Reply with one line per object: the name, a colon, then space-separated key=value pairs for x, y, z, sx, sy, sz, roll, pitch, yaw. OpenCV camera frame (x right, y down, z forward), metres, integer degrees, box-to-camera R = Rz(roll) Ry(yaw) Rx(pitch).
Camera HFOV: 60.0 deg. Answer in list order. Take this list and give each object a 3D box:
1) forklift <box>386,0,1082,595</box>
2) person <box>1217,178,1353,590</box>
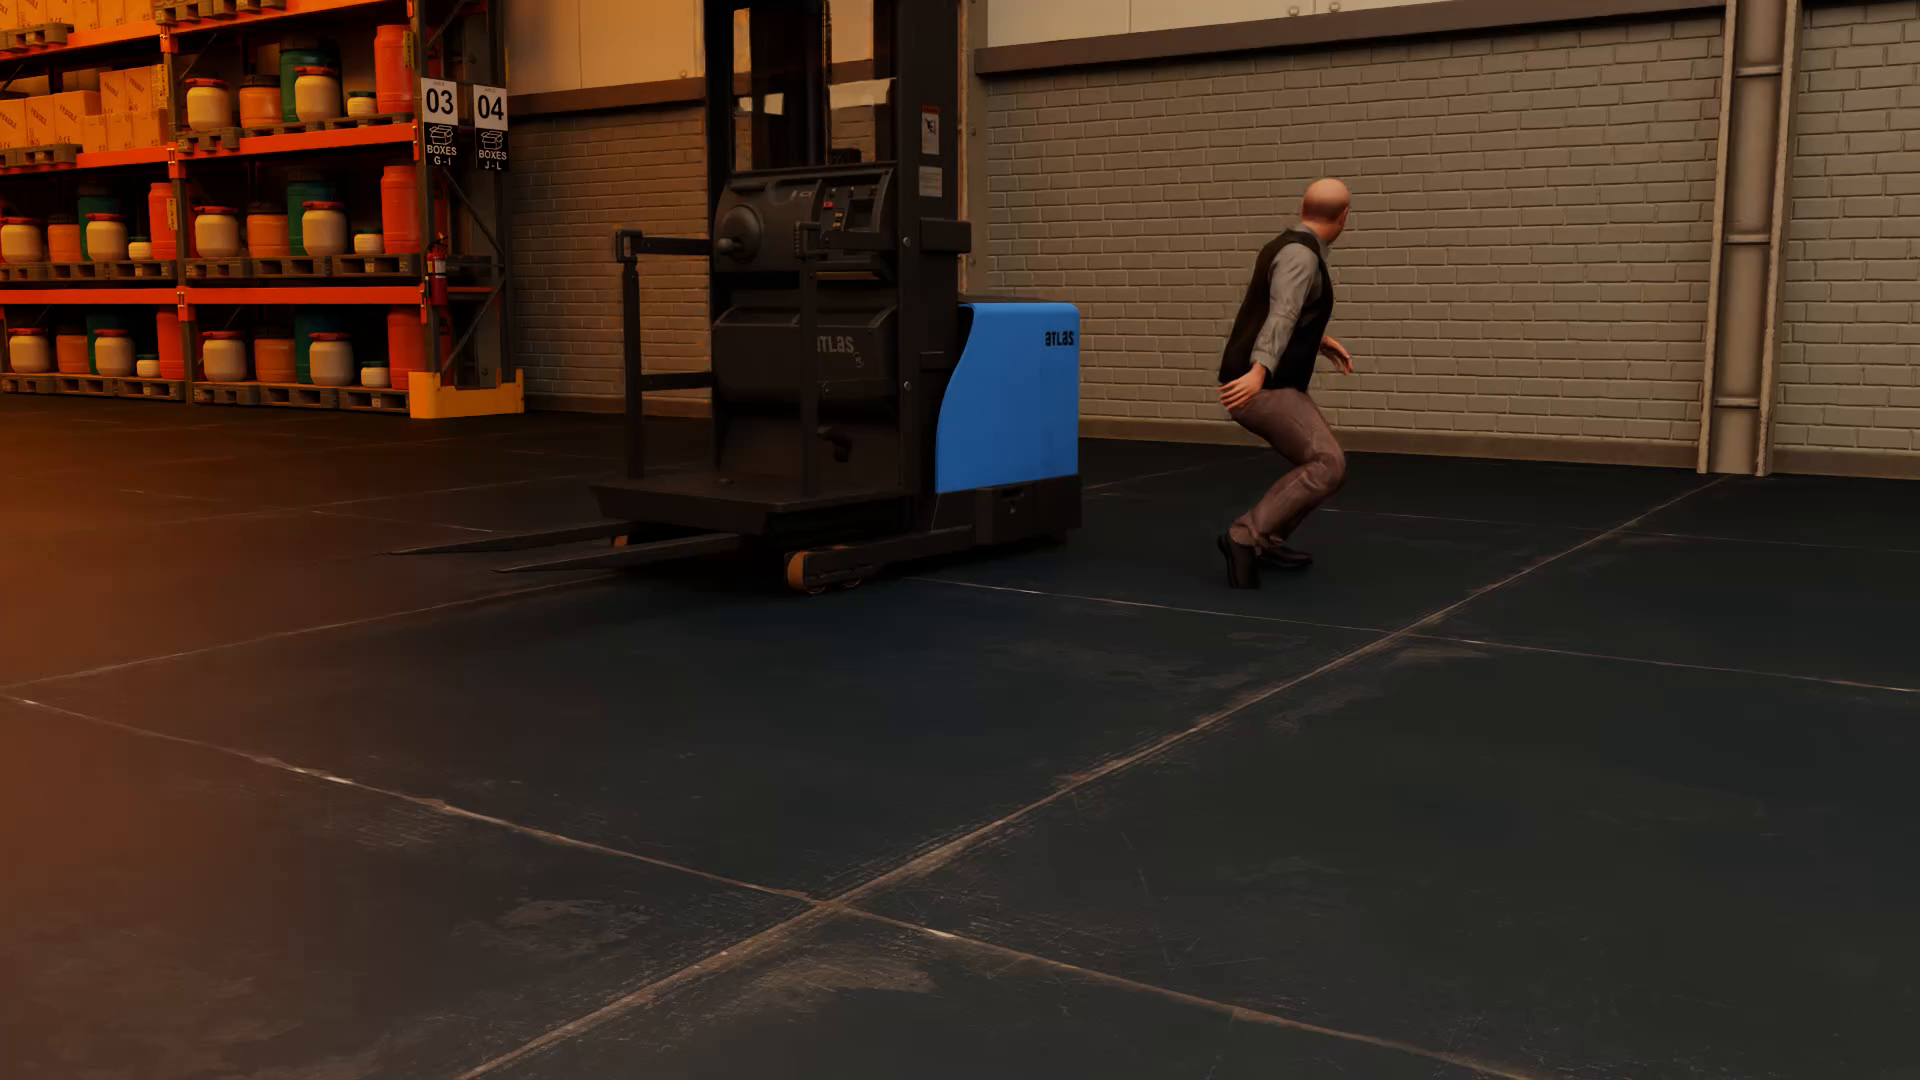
forklift: x=-0.771 y=-1.326 z=6.518 sx=1.130 sy=2.935 sz=3.031 roll=7 pitch=10 yaw=39
person: x=1.243 y=-0.575 z=6.395 sx=0.502 sy=1.607 sz=0.967 roll=2 pitch=8 yaw=15
